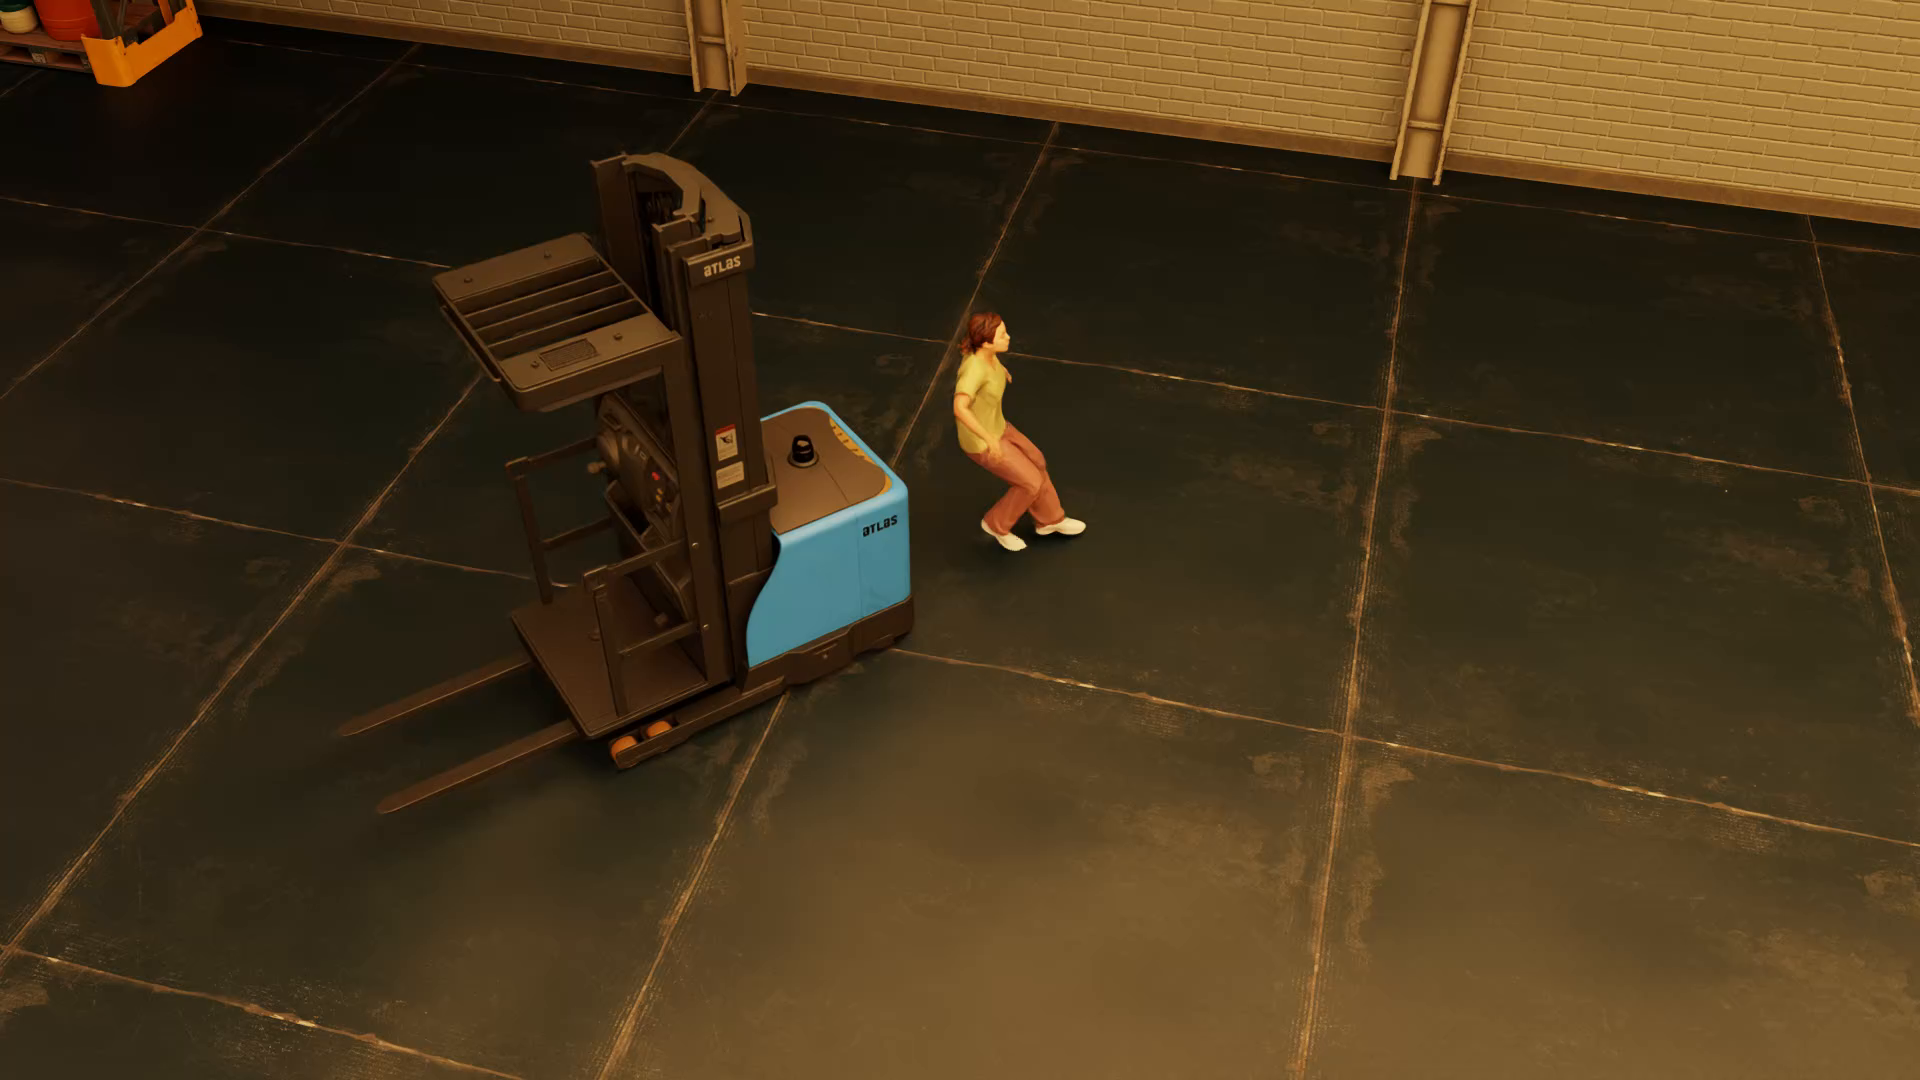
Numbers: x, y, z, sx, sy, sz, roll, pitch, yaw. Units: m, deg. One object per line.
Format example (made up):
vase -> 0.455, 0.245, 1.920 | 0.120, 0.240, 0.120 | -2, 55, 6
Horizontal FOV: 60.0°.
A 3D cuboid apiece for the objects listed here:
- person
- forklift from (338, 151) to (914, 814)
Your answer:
person -> 0.345, -0.612, 9.538 | 0.803, 1.564, 0.904 | 7, 42, 8
forklift -> -1.776, -0.309, 8.214 | 3.031, 2.935, 1.130 | -23, 46, -24
